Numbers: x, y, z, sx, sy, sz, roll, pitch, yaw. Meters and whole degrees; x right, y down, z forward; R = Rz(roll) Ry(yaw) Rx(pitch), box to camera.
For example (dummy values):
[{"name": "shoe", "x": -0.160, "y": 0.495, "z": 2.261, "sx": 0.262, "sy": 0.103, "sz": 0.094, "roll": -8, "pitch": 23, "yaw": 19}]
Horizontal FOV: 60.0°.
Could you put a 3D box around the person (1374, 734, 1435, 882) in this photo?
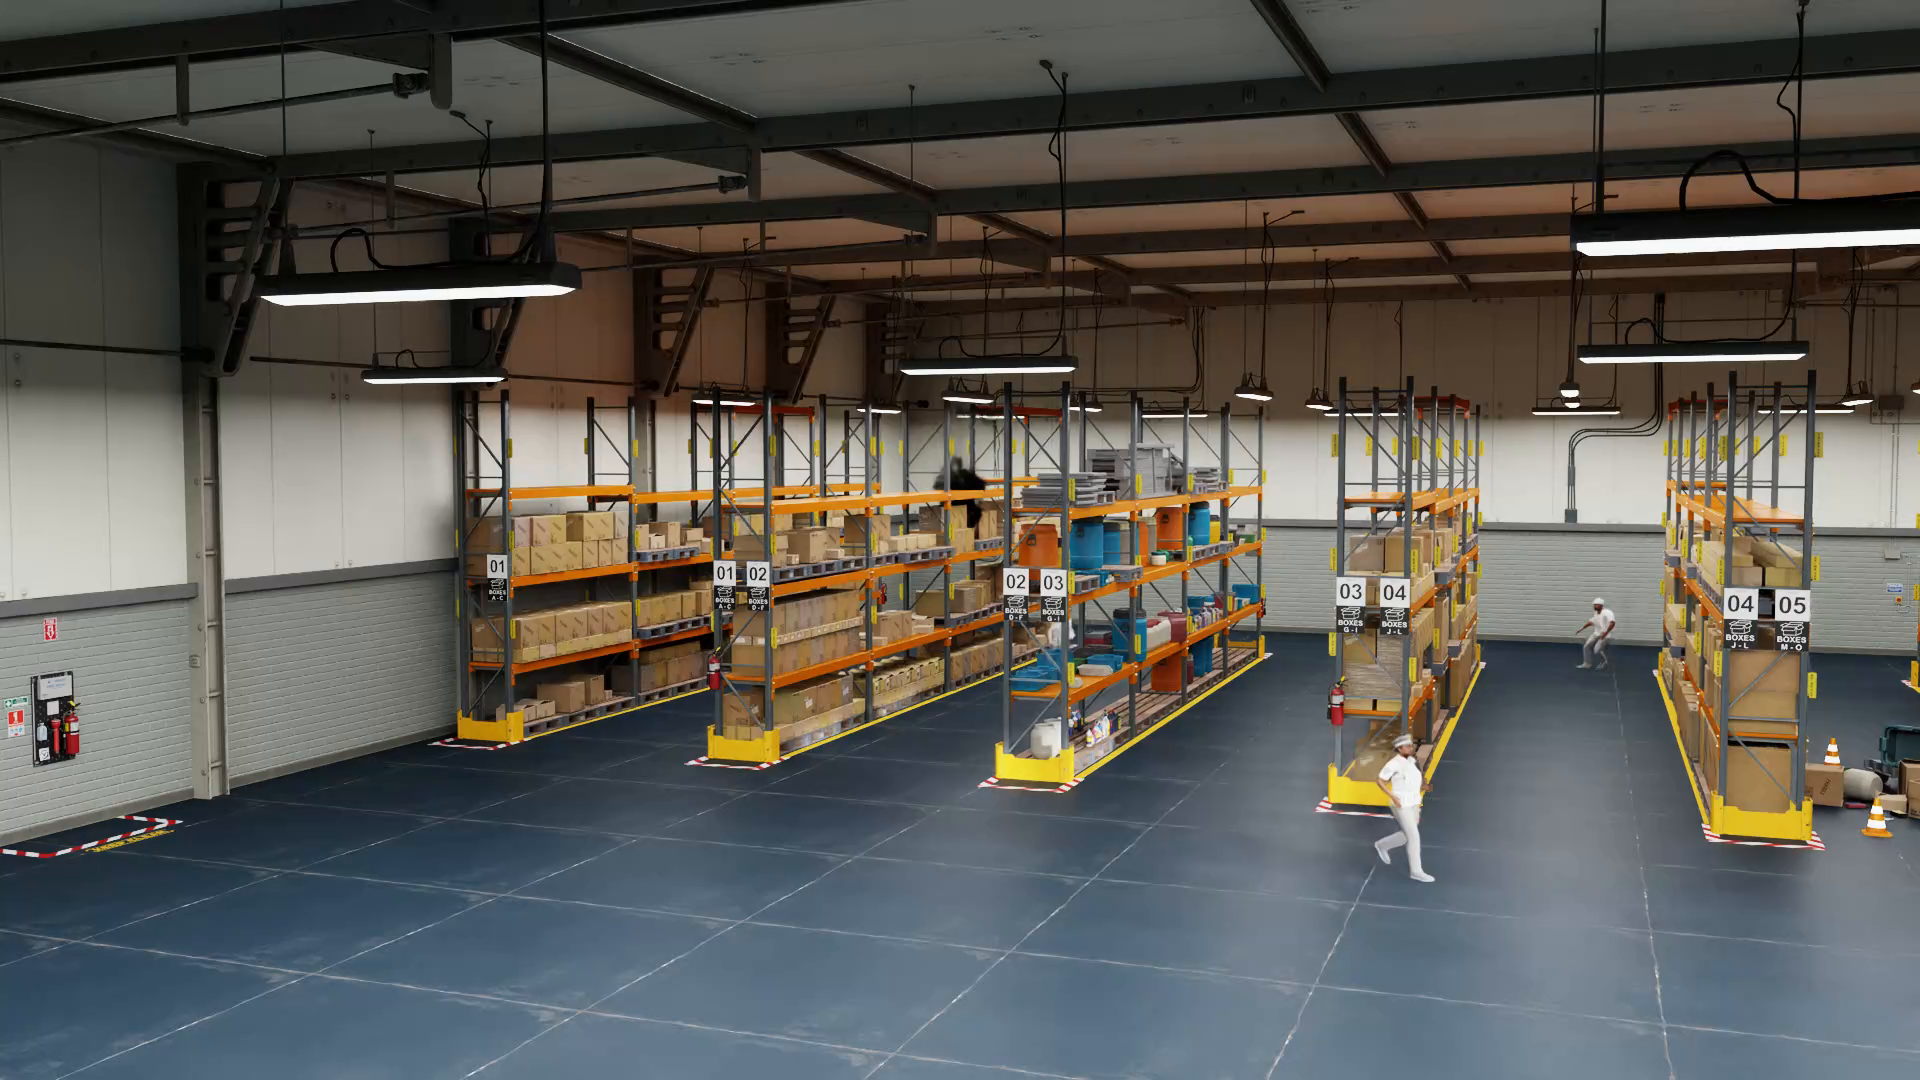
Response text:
[{"name": "person", "x": 5.175, "y": 3.088, "z": 19.400, "sx": 0.587, "sy": 1.667, "sz": 0.859, "roll": -3, "pitch": 4, "yaw": -41}]

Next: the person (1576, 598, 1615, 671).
[{"name": "person", "x": 14.360, "y": 2.124, "z": 37.485, "sx": 0.505, "sy": 1.643, "sz": 0.933, "roll": -1, "pitch": 3, "yaw": -21}]

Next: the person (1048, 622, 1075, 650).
[{"name": "person", "x": 2.122, "y": 2.248, "z": 34.997, "sx": 0.625, "sy": 1.692, "sz": 0.796, "roll": 1, "pitch": 3, "yaw": 22}]
